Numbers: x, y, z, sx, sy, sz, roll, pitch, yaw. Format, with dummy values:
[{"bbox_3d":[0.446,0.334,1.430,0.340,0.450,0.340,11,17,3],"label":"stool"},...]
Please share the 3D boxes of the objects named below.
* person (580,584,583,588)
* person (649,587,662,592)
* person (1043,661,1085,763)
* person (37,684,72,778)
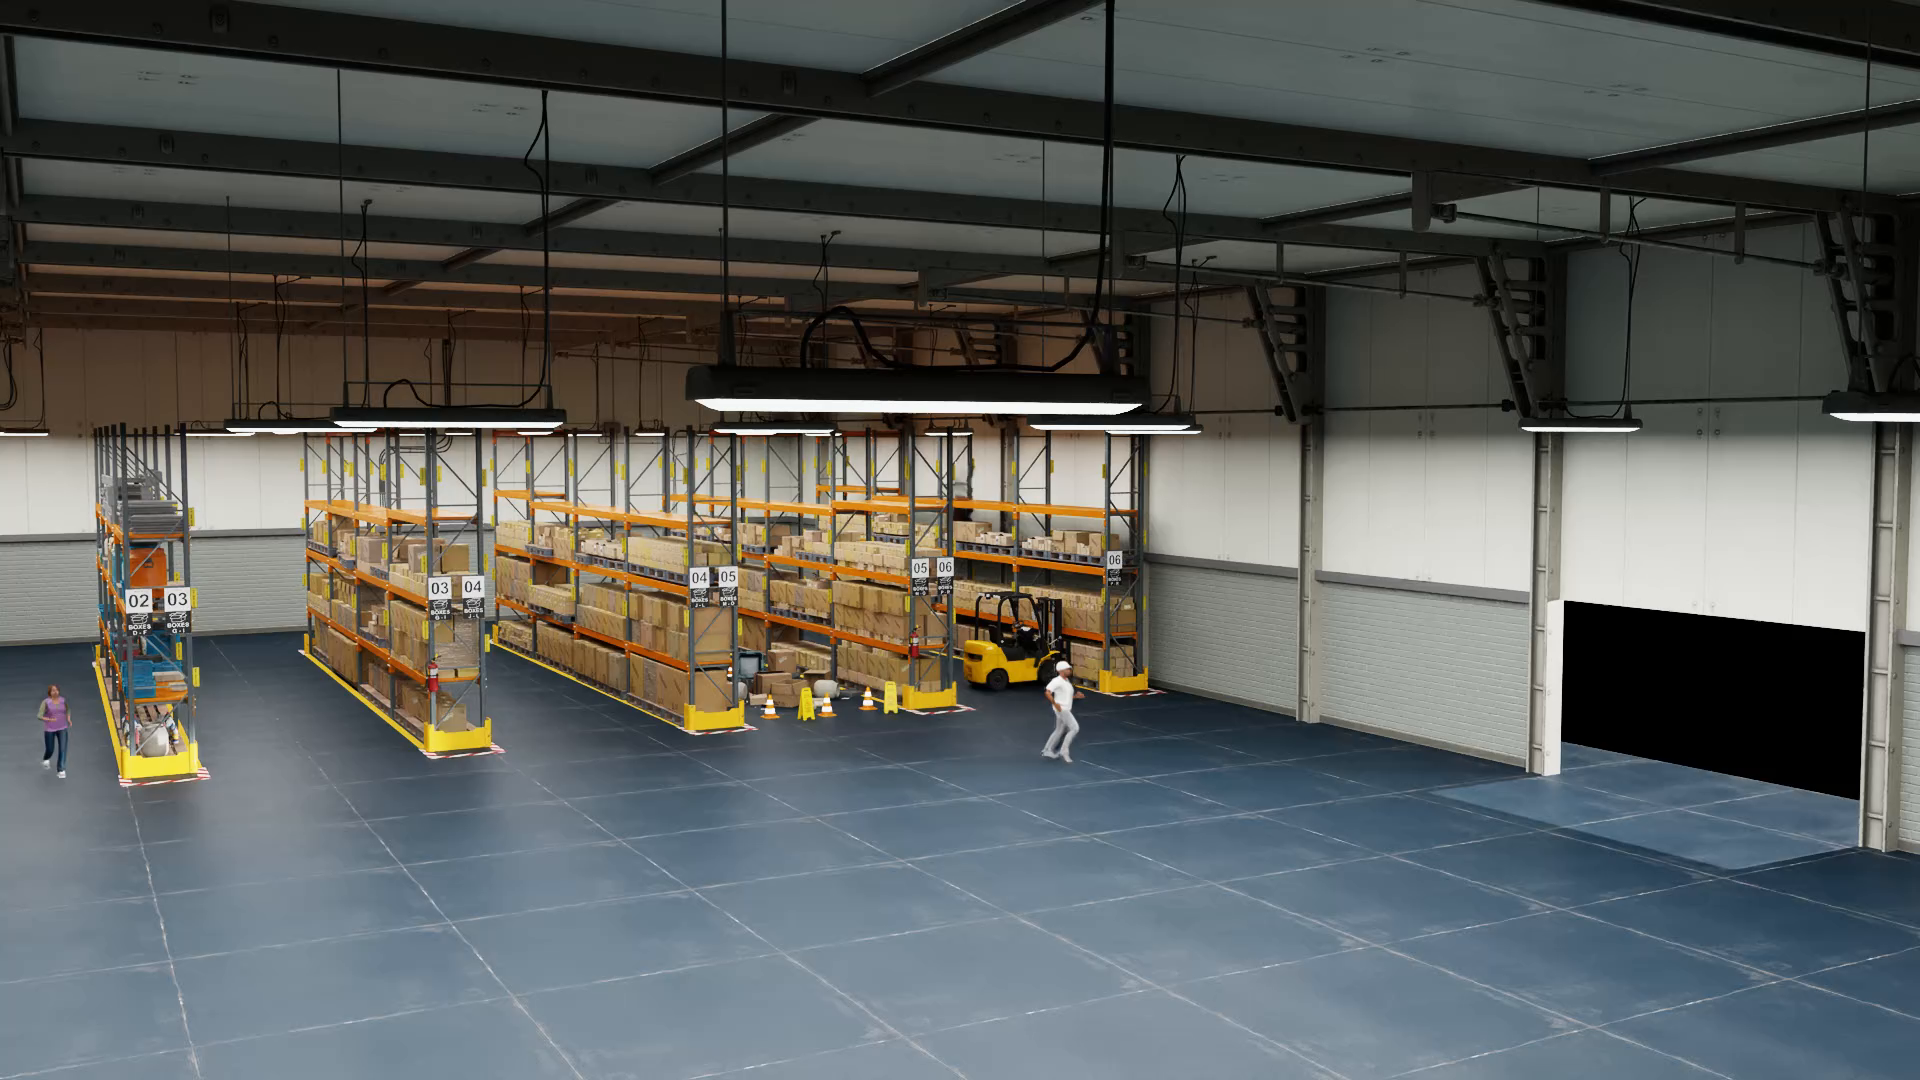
[{"bbox_3d":[-10.516,2.099,46.515,0.592,1.718,0.725,-2,4,-30],"label":"person"},{"bbox_3d":[-9.166,1.862,50.546,0.637,1.609,0.623,-1,4,-23],"label":"person"},{"bbox_3d":[1.841,3.060,29.565,0.745,1.809,0.672,1,4,11],"label":"person"},{"bbox_3d":[-15.354,3.226,28.226,0.549,1.566,0.781,-3,5,-43],"label":"person"}]
